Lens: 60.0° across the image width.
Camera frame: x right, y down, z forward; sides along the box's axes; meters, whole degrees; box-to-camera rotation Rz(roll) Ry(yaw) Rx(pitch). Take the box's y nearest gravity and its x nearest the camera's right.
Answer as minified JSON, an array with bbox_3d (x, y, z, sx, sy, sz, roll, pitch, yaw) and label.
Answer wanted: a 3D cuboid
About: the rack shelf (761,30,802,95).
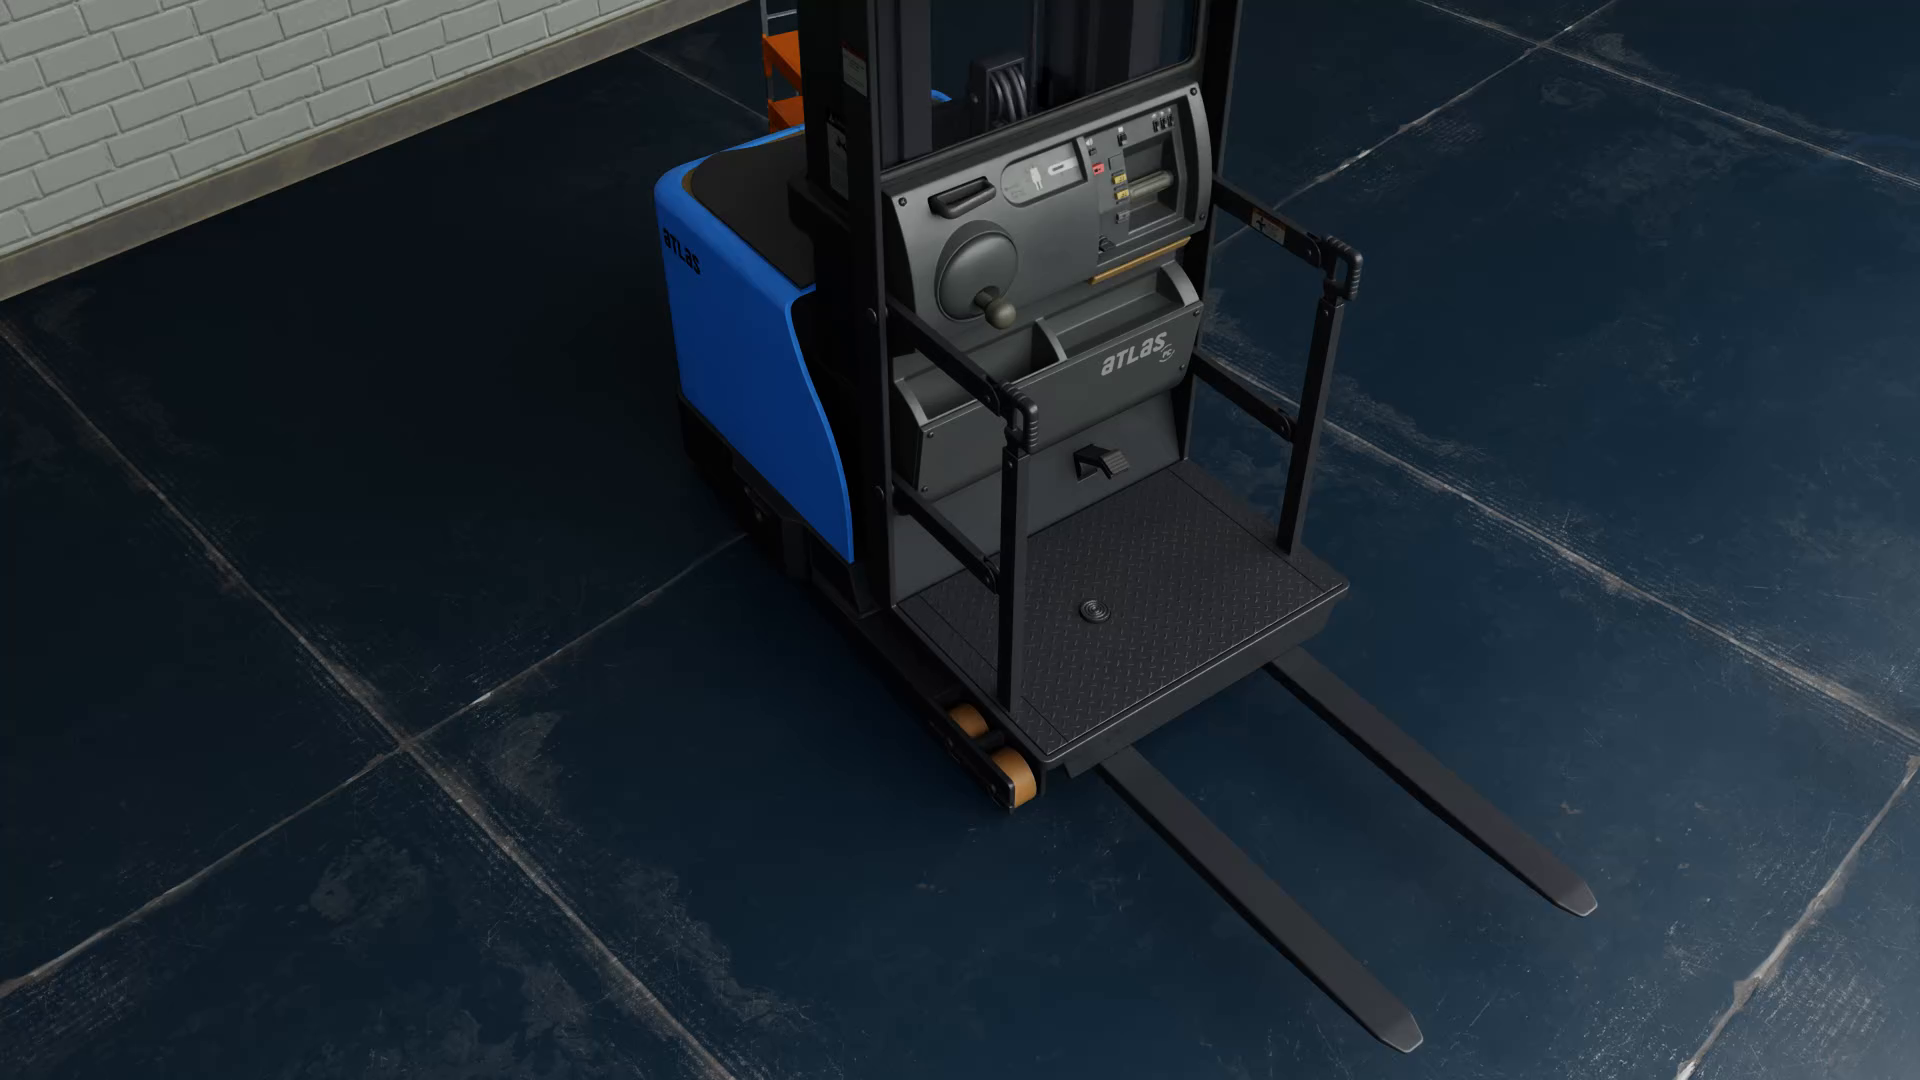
[{"bbox_3d":[-0.437,-1.510,5.421,0.258,0.148,0.480,-19,46,-20],"label":"rack shelf"}]

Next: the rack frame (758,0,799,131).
[{"bbox_3d":[-0.548,-1.369,5.847,0.240,1.200,0.015,-19,46,-20],"label":"rack frame"}]

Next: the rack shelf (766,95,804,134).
[{"bbox_3d":[-0.437,-1.336,5.581,0.258,0.148,0.480,-19,46,-20],"label":"rack shelf"}]

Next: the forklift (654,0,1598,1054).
[{"bbox_3d":[0.367,-0.735,3.886,1.130,2.935,3.031,-26,49,-26],"label":"forklift"}]

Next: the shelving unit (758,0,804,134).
[{"bbox_3d":[-0.437,-1.221,5.687,0.258,1.200,0.503,-19,46,-20],"label":"shelving unit"}]
